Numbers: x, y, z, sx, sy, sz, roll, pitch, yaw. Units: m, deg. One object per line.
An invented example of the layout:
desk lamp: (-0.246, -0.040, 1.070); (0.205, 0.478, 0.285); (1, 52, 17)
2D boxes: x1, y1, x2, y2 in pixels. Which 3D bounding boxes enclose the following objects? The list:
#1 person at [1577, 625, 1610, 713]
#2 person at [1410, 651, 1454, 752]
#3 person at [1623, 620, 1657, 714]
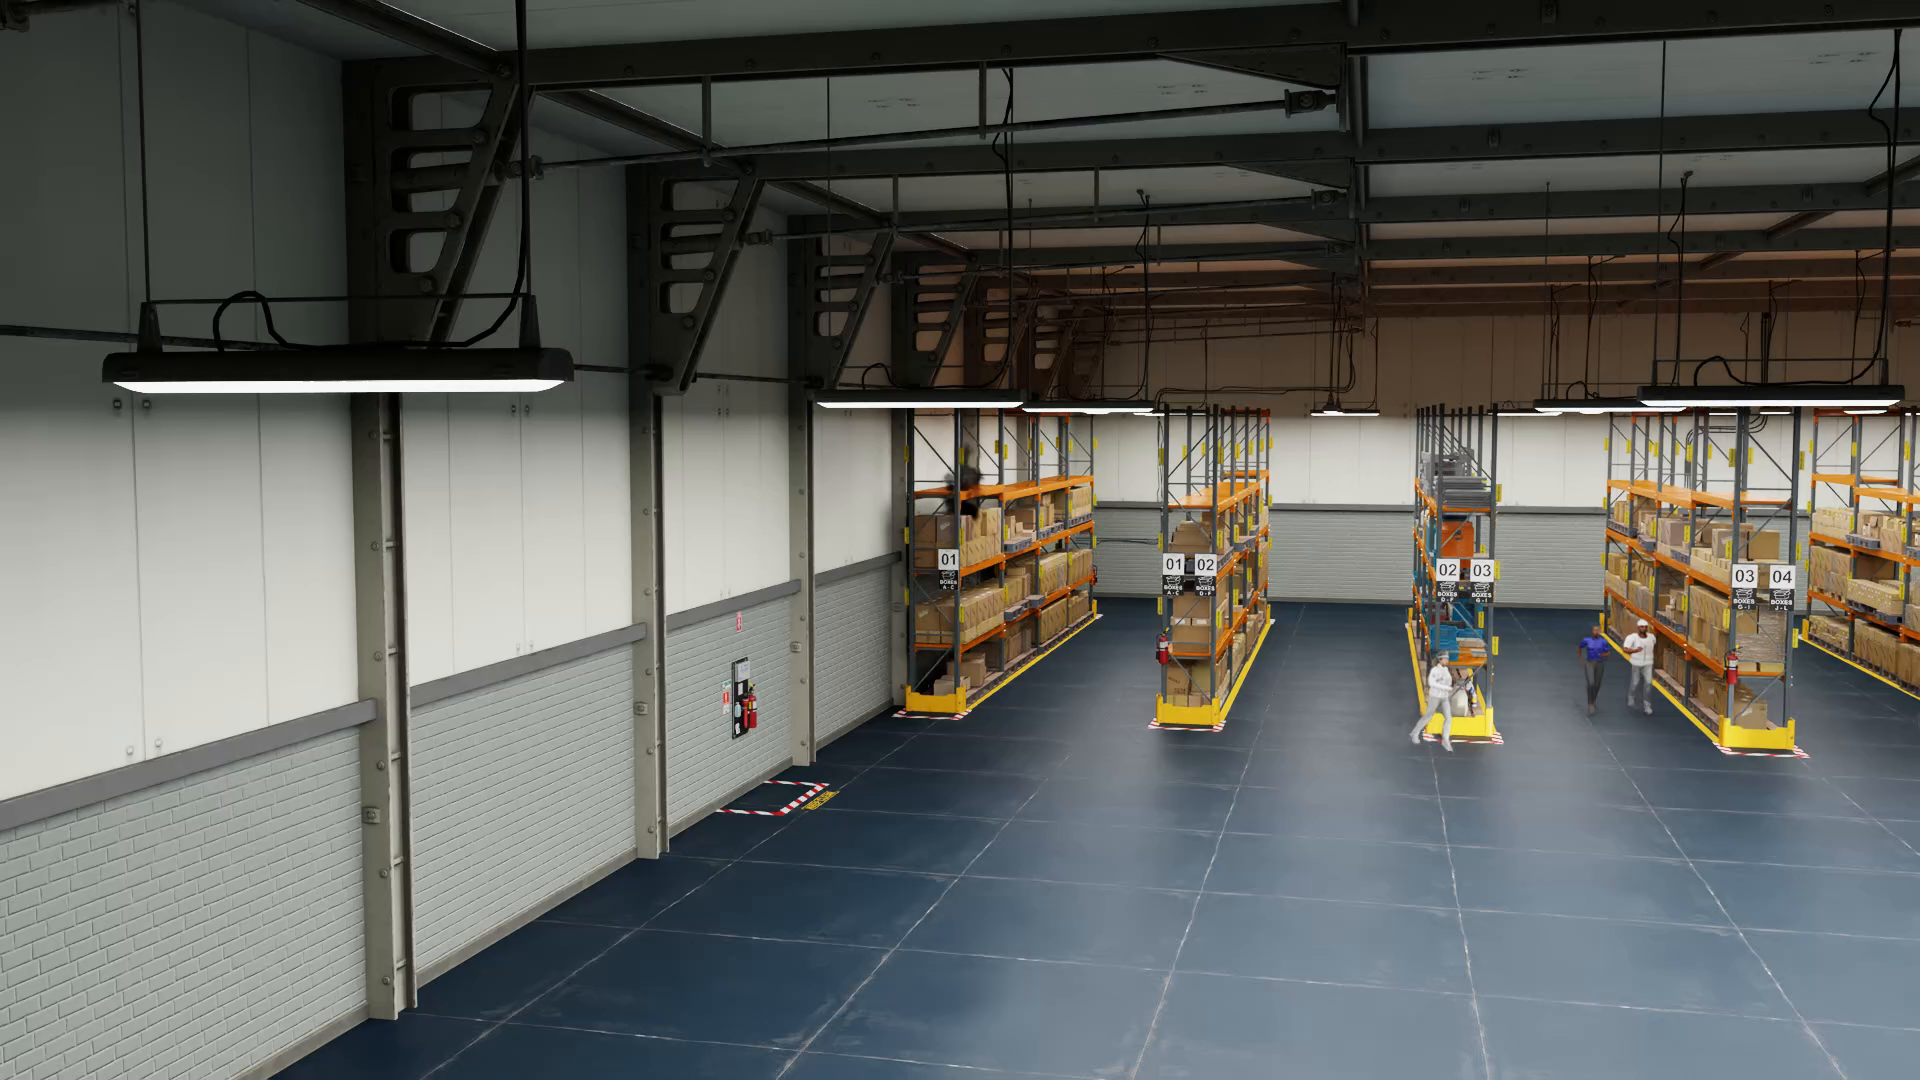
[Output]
person: (12.458, 2.562, 32.703); (0.547, 1.608, 0.787); (1, 4, 8)
person: (8.322, 2.773, 28.963); (0.643, 1.702, 0.882); (-3, 5, -38)
person: (13.323, 2.446, 32.558); (0.721, 1.794, 0.902); (0, 4, 6)
